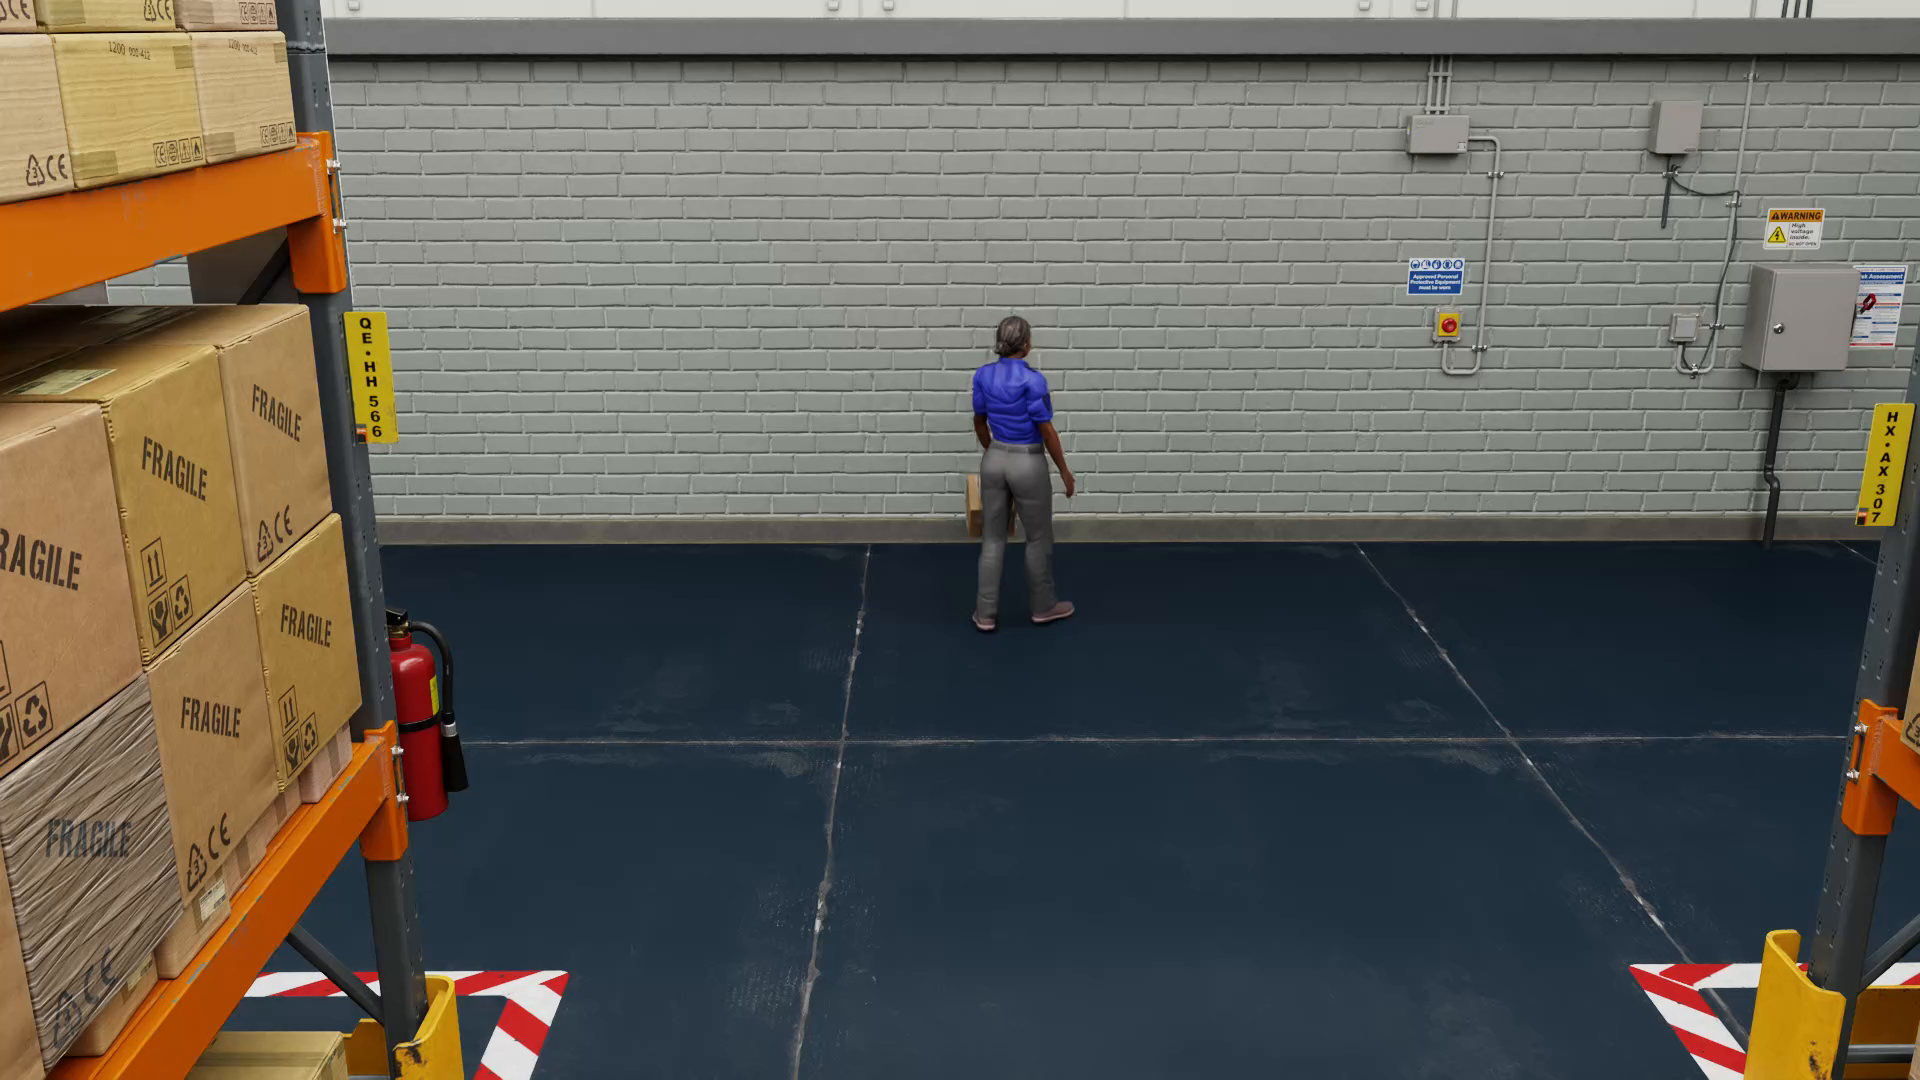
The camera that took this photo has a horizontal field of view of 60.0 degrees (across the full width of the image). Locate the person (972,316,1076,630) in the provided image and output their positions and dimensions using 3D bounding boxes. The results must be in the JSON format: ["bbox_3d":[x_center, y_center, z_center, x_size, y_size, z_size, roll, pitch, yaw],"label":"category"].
[{"bbox_3d":[0.325,-0.355,8.684,0.546,1.652,0.577,10,20,30],"label":"person"}]
